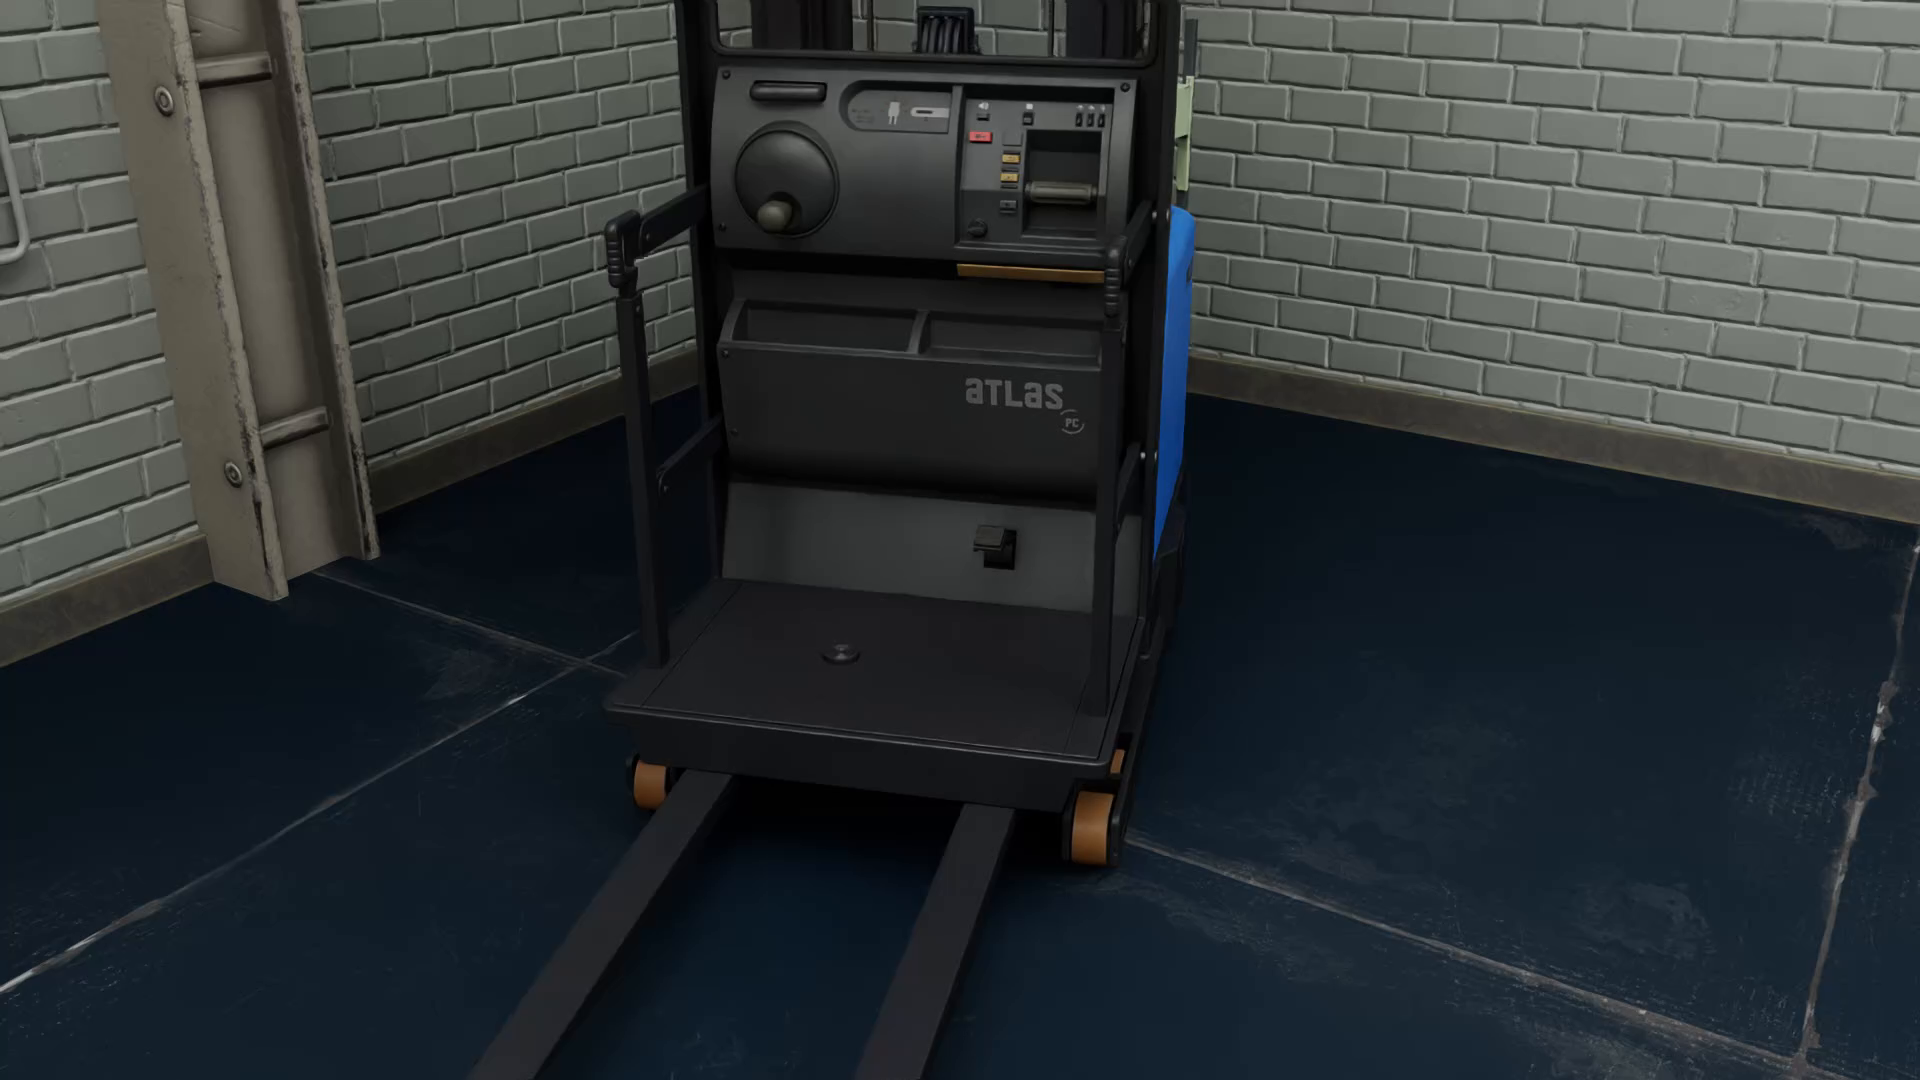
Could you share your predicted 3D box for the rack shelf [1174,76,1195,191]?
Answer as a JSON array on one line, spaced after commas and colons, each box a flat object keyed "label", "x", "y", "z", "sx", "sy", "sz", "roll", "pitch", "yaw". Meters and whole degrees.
[{"label": "rack shelf", "x": 0.390, "y": -1.258, "z": 5.286, "sx": 0.431, "sy": 0.370, "sz": 0.720, "roll": 15, "pitch": 27, "yaw": 30}]

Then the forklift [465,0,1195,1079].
[{"label": "forklift", "x": -0.133, "y": -0.798, "z": 3.405, "sx": 1.130, "sy": 2.935, "sz": 3.031, "roll": 5, "pitch": 24, "yaw": 11}]

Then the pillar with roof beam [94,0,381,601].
[{"label": "pillar with roof beam", "x": 1.636, "y": -3.147, "z": 1.193, "sx": 9.100, "sy": 9.000, "sz": 0.400, "roll": 14, "pitch": 27, "yaw": 29}]

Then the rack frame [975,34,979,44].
[{"label": "rack frame", "x": 0.189, "y": -0.778, "z": 5.160, "sx": 0.400, "sy": 1.500, "sz": 0.023, "roll": 15, "pitch": 27, "yaw": 30}]

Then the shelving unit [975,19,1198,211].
[{"label": "shelving unit", "x": 0.390, "y": -0.900, "z": 5.441, "sx": 0.431, "sy": 1.500, "sz": 0.755, "roll": 15, "pitch": 27, "yaw": 30}]

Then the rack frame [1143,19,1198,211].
[{"label": "rack frame", "x": 0.591, "y": -1.021, "z": 5.722, "sx": 0.400, "sy": 1.500, "sz": 0.023, "roll": 15, "pitch": 27, "yaw": 30}]

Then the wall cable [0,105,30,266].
[{"label": "wall cable", "x": -2.839, "y": -1.301, "z": 3.200, "sx": 0.084, "sy": 1.984, "sz": 1.851, "roll": 14, "pitch": 27, "yaw": 29}]
